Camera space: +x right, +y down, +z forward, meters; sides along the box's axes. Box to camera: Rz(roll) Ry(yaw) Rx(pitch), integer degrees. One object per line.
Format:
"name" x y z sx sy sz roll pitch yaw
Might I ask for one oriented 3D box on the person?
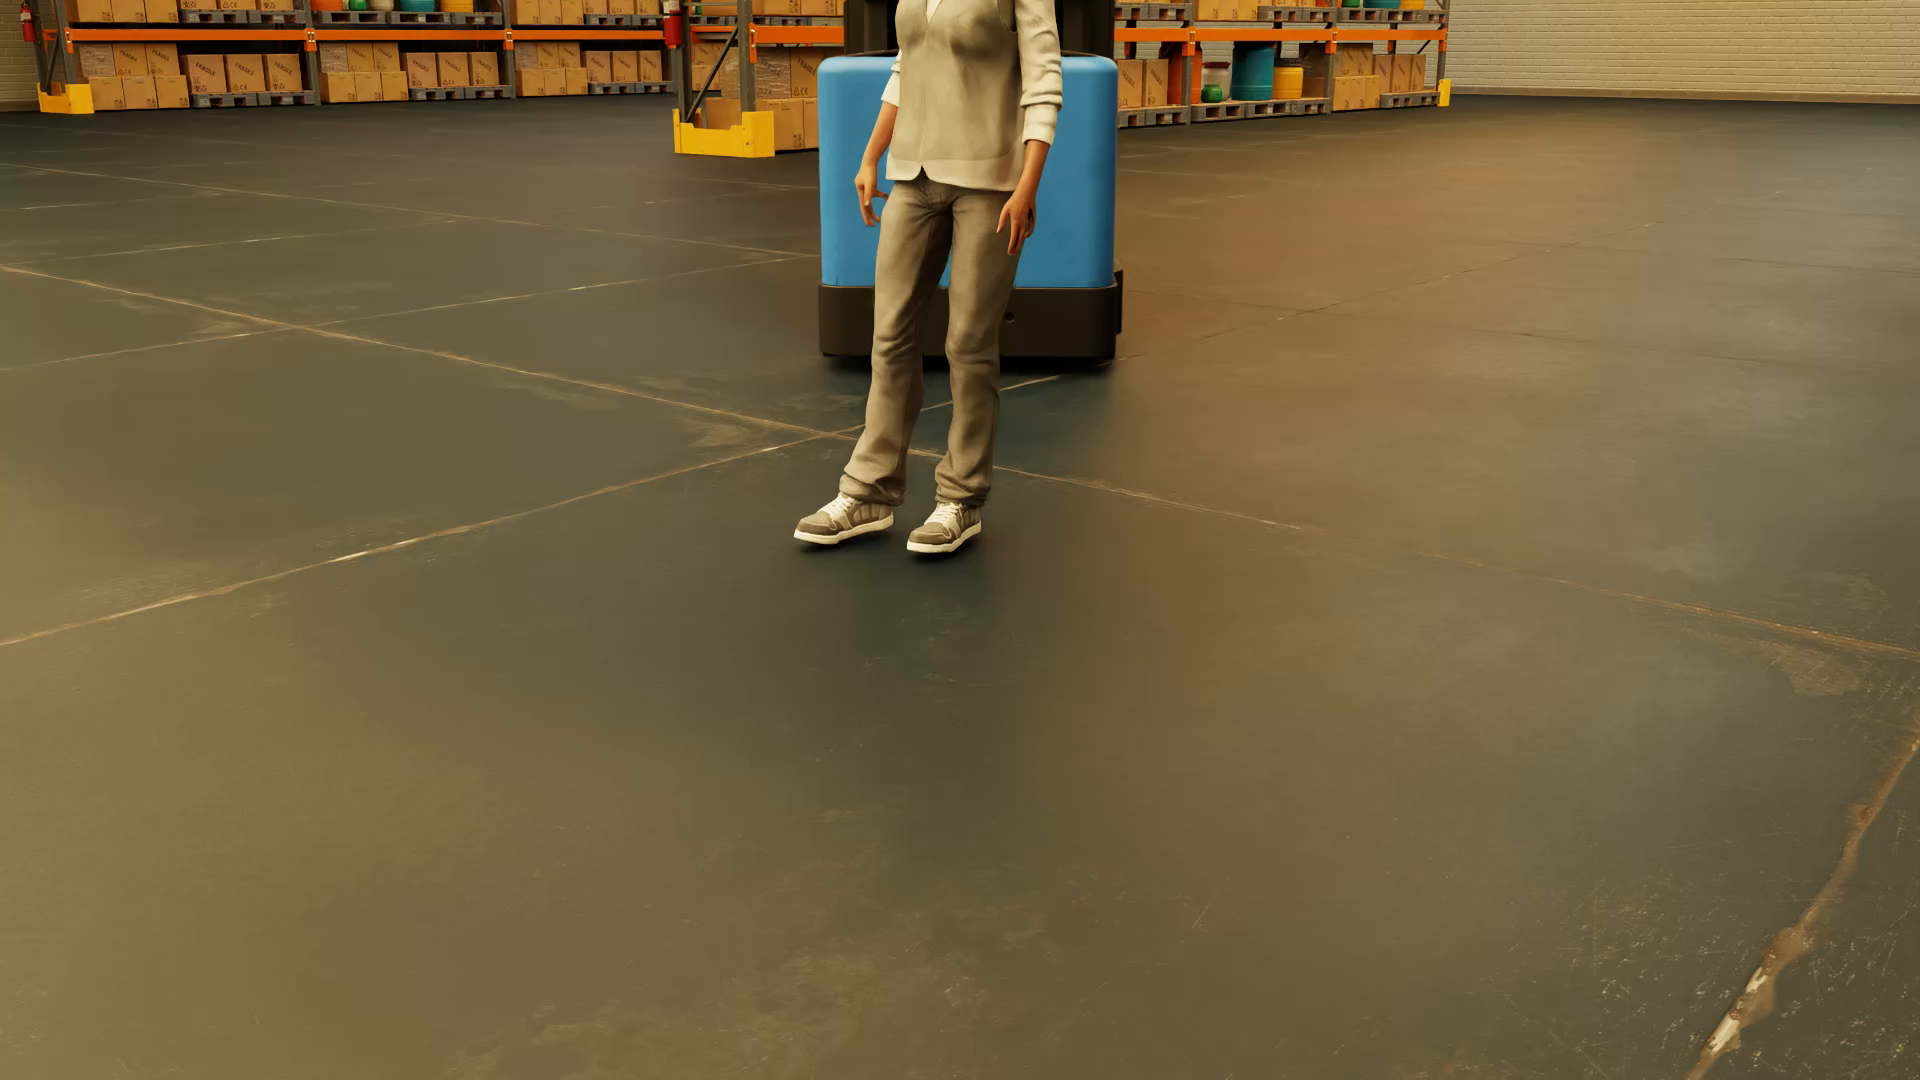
"person" -0.059 -0.757 3.661 0.520 1.599 0.473 13 21 37

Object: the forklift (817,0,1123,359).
"forklift" 0.088 -2.413 6.846 1.130 2.935 3.031 1 17 2
